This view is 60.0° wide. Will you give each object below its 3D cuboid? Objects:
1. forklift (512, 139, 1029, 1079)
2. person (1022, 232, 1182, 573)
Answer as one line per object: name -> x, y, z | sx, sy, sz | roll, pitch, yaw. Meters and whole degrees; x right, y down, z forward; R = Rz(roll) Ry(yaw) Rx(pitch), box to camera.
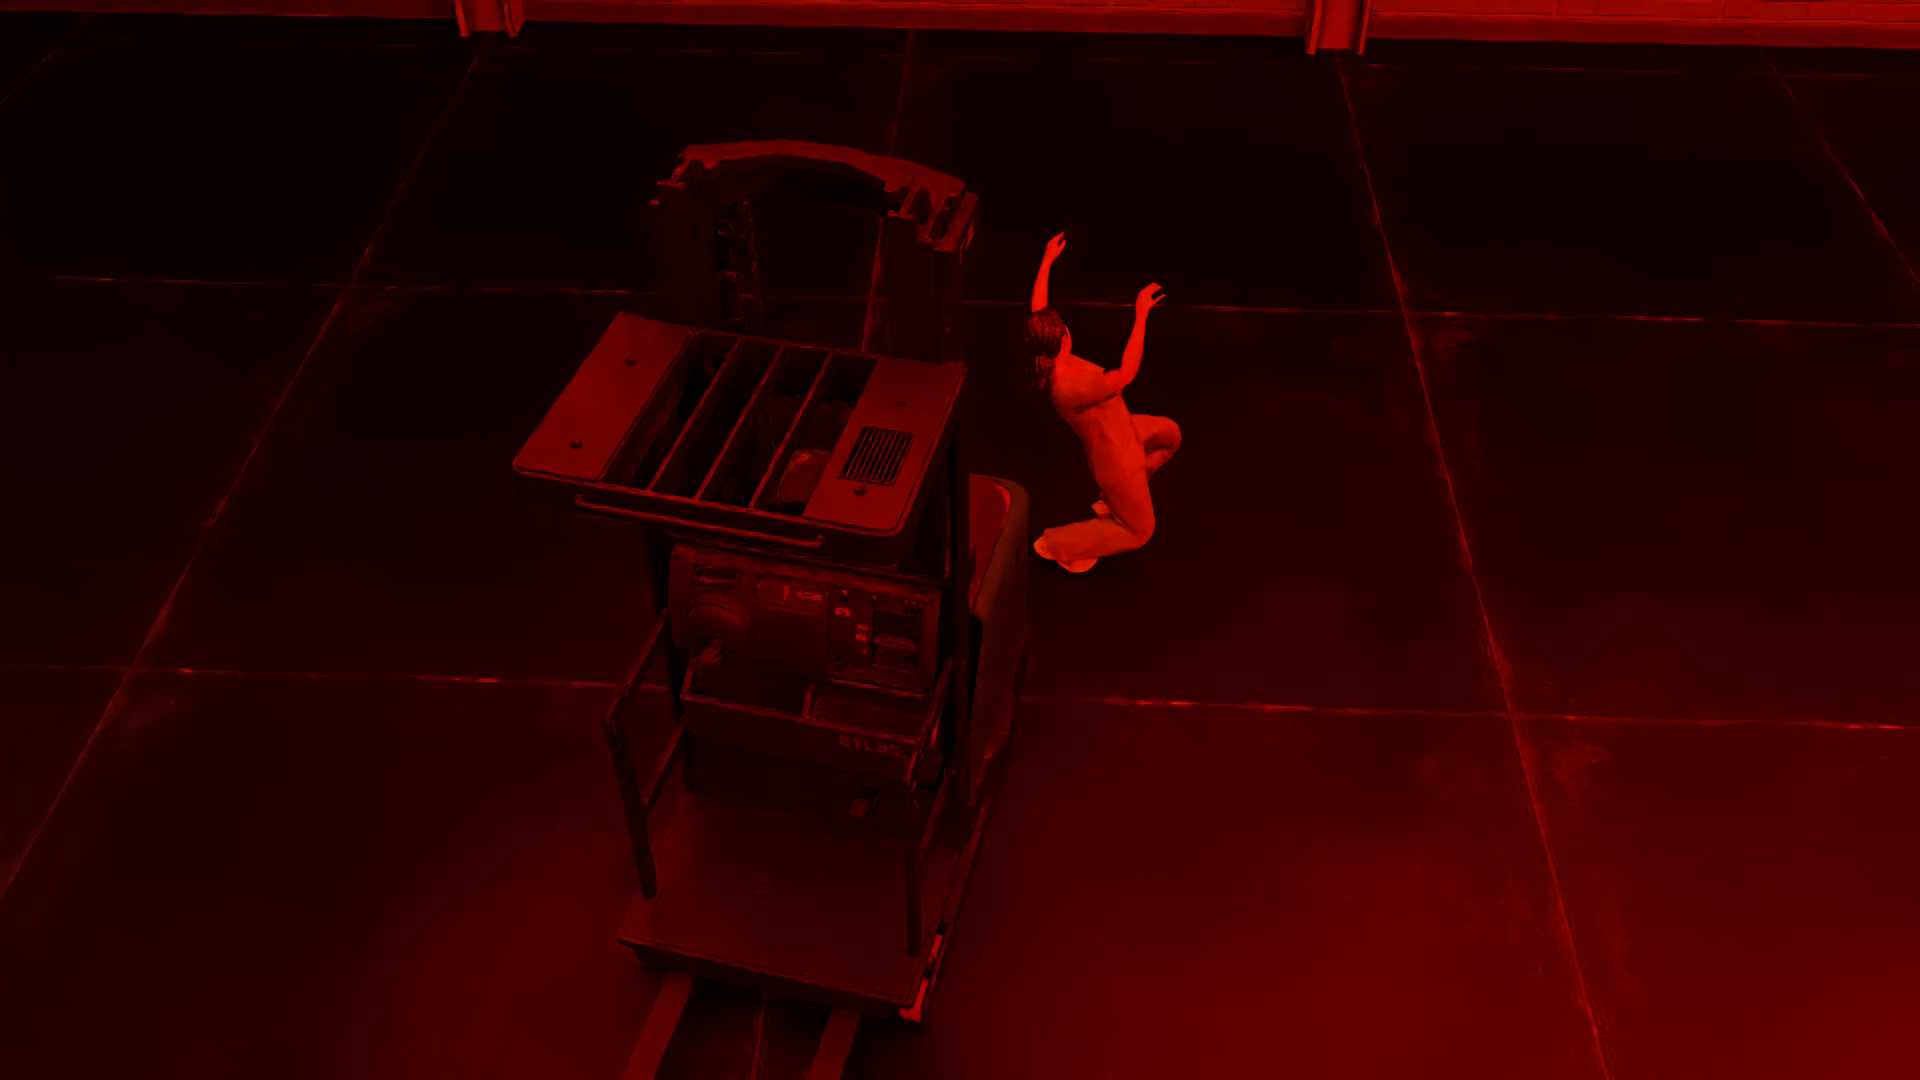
forklift -> -0.571, 0.362, 5.346 | 1.130, 2.935, 3.031 | 10, 43, 11
person -> 0.633, -0.620, 7.455 | 0.787, 1.561, 0.969 | -4, 43, -5
